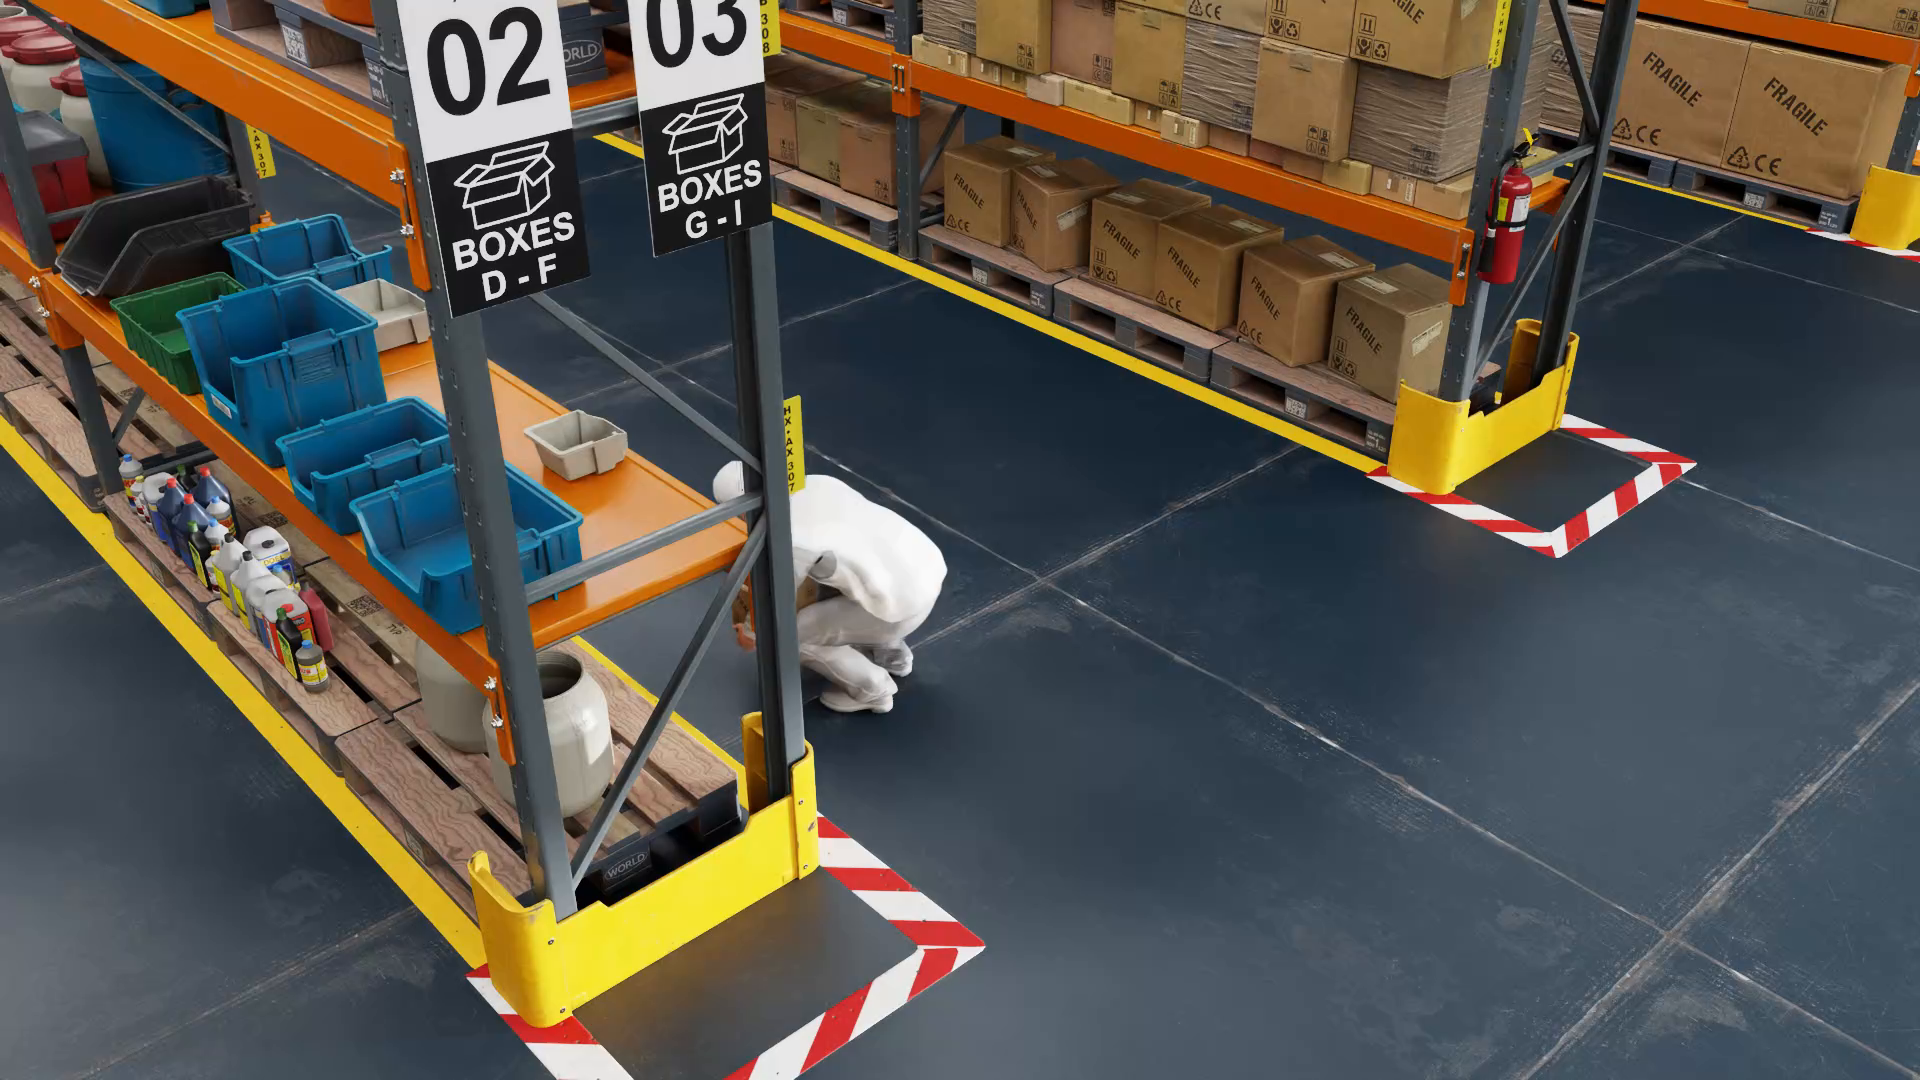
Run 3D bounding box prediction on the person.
[{"bbox_3d":[-0.509,0.156,6.587,0.883,1.021,0.514,7,32,11],"label":"person"}]
